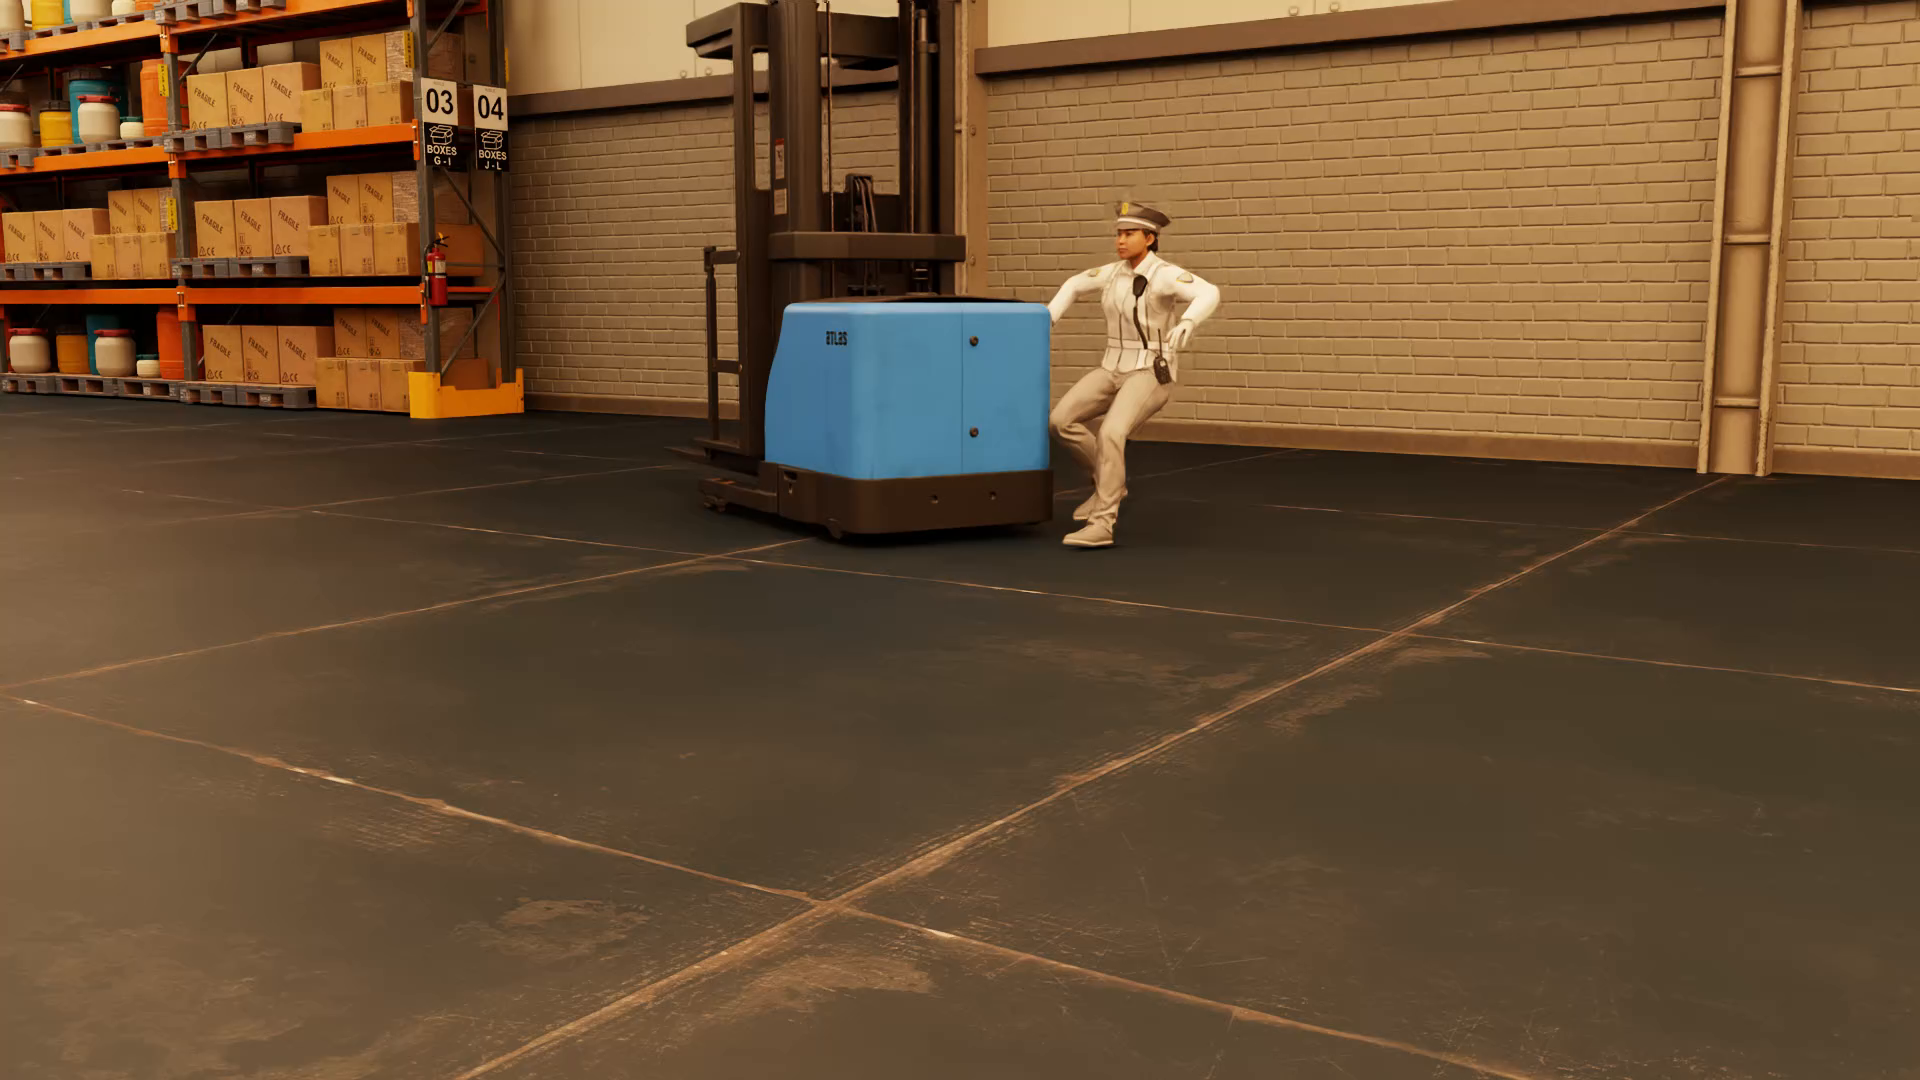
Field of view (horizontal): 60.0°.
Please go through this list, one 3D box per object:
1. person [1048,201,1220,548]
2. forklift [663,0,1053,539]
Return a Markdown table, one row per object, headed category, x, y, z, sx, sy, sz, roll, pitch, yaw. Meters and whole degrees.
| category | x | y | z | sx | sy | sz | roll | pitch | yaw |
| --- | --- | --- | --- | --- | --- | --- | --- | --- | --- |
| person | 0.662 | -0.759 | 7.495 | 0.766 | 1.523 | 0.990 | -6 | 10 | -37 |
| forklift | -0.730 | -1.621 | 8.593 | 1.130 | 2.935 | 3.031 | -5 | 9 | -29 |
